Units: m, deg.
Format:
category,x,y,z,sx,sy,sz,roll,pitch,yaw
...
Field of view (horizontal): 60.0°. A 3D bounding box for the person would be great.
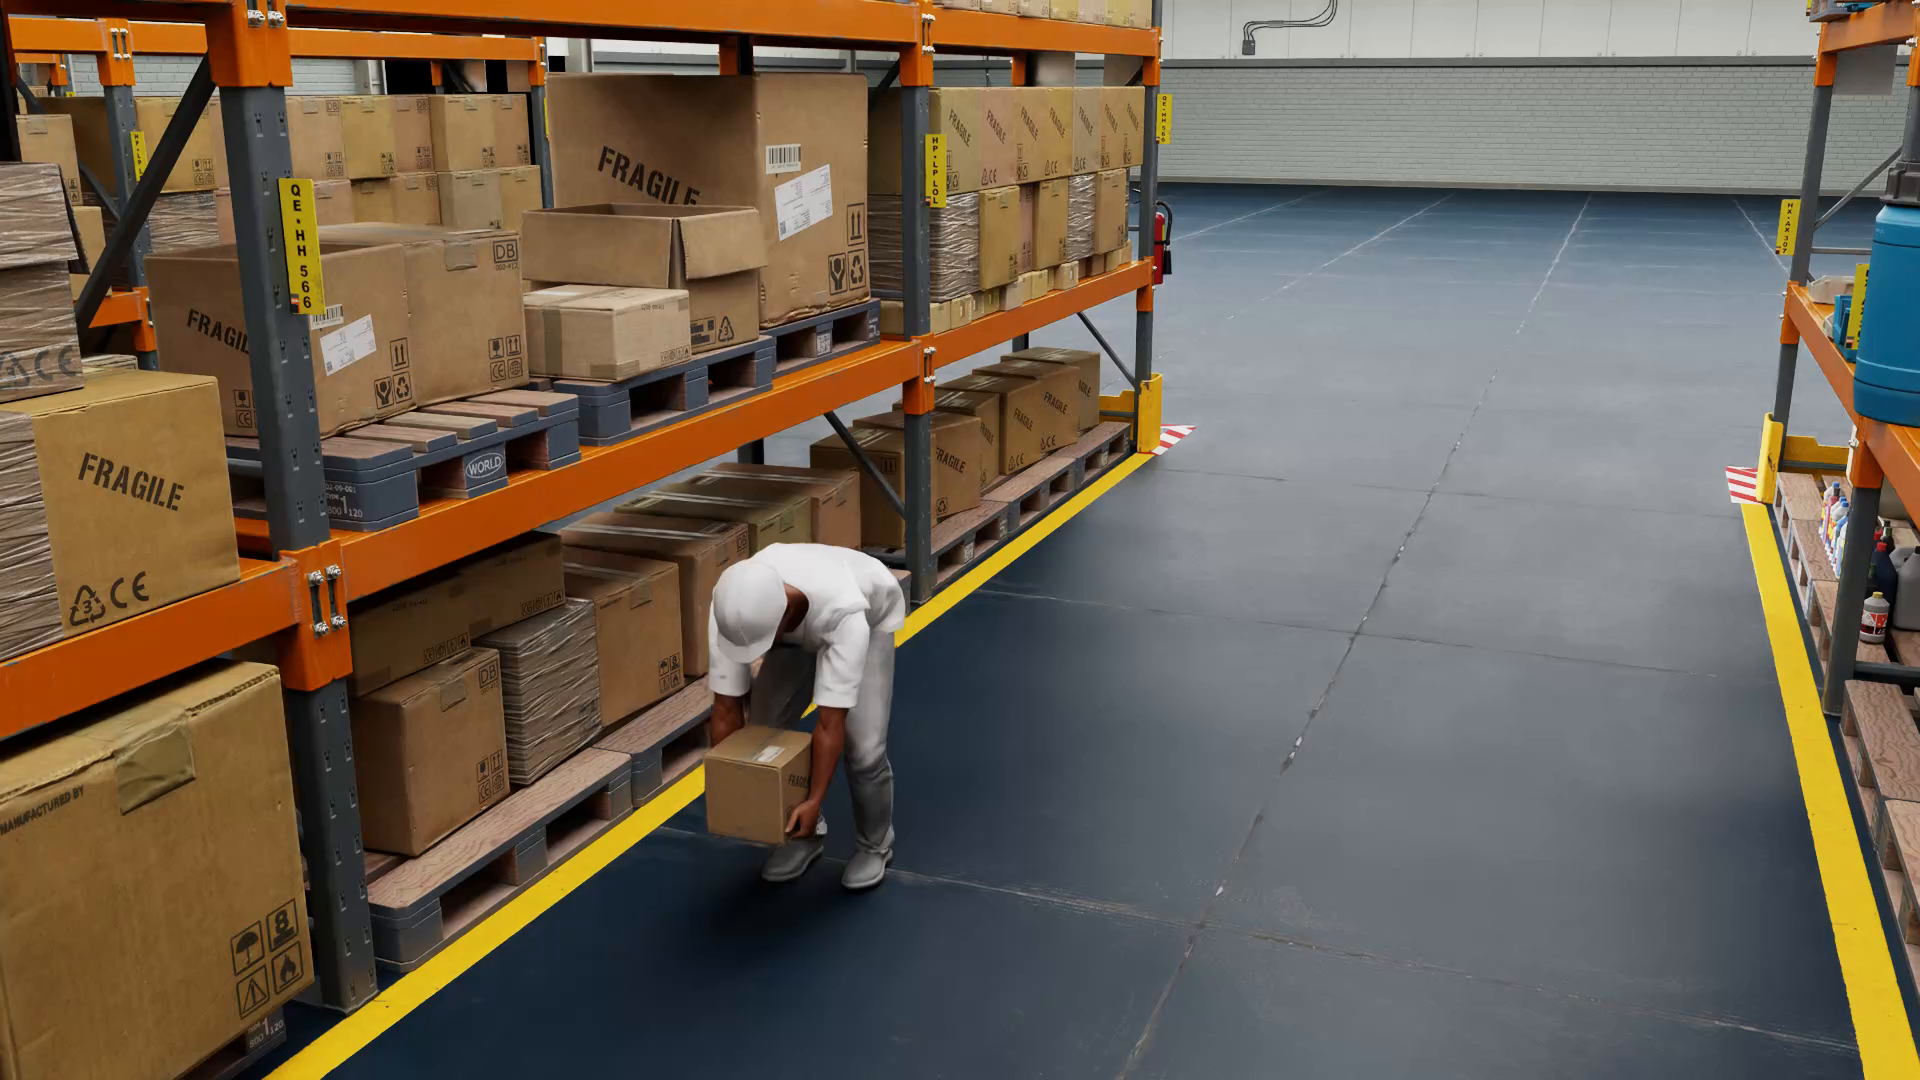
category,x,y,z,sx,sy,sz,roll,pitch,yaw
person,-0.472,0.540,5.094,0.501,1.187,0.954,5,16,18
